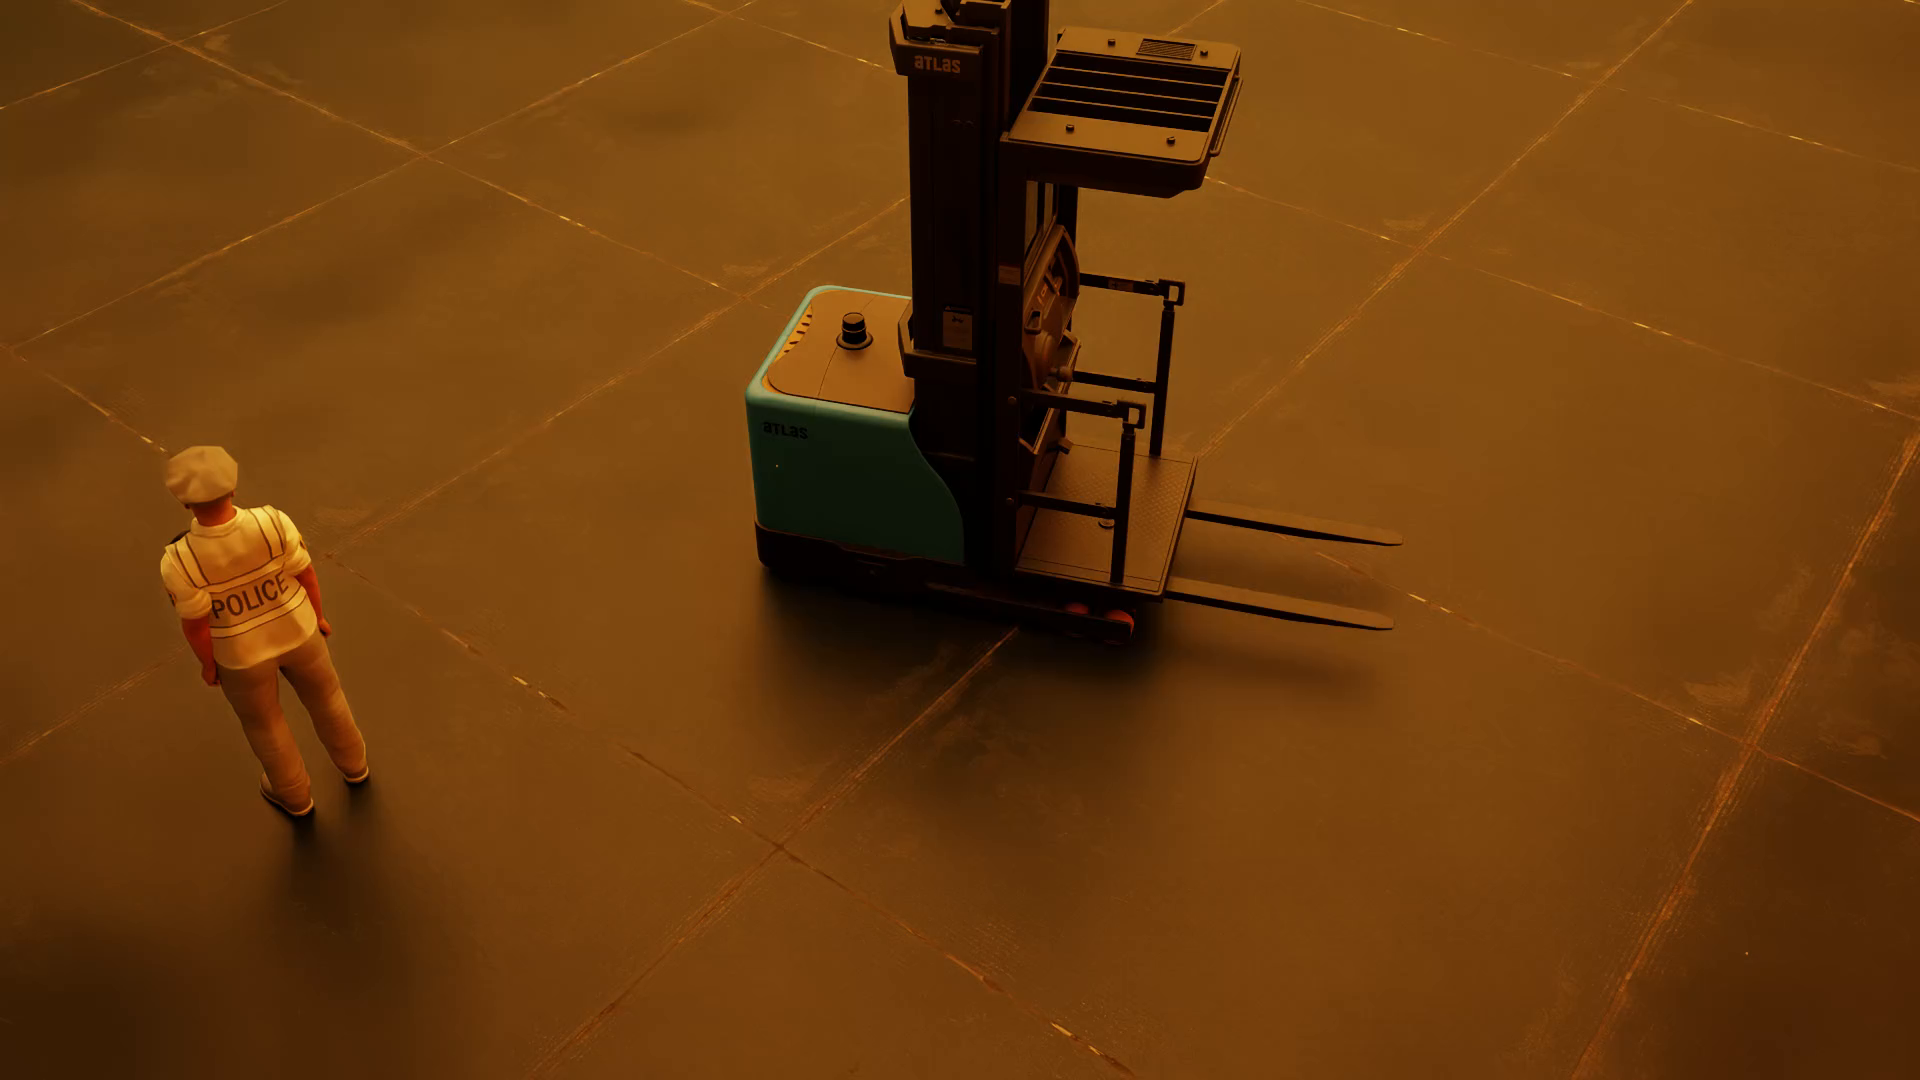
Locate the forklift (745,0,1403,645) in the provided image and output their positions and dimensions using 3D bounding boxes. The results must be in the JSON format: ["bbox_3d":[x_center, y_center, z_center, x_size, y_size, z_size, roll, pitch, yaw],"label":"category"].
[{"bbox_3d":[0.587,-1.011,7.260,3.031,2.935,1.130,10,41,12],"label":"forklift"}]

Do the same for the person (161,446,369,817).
[{"bbox_3d":[-2.749,0.371,6.534,0.521,1.775,0.399,-29,48,-29],"label":"person"}]
